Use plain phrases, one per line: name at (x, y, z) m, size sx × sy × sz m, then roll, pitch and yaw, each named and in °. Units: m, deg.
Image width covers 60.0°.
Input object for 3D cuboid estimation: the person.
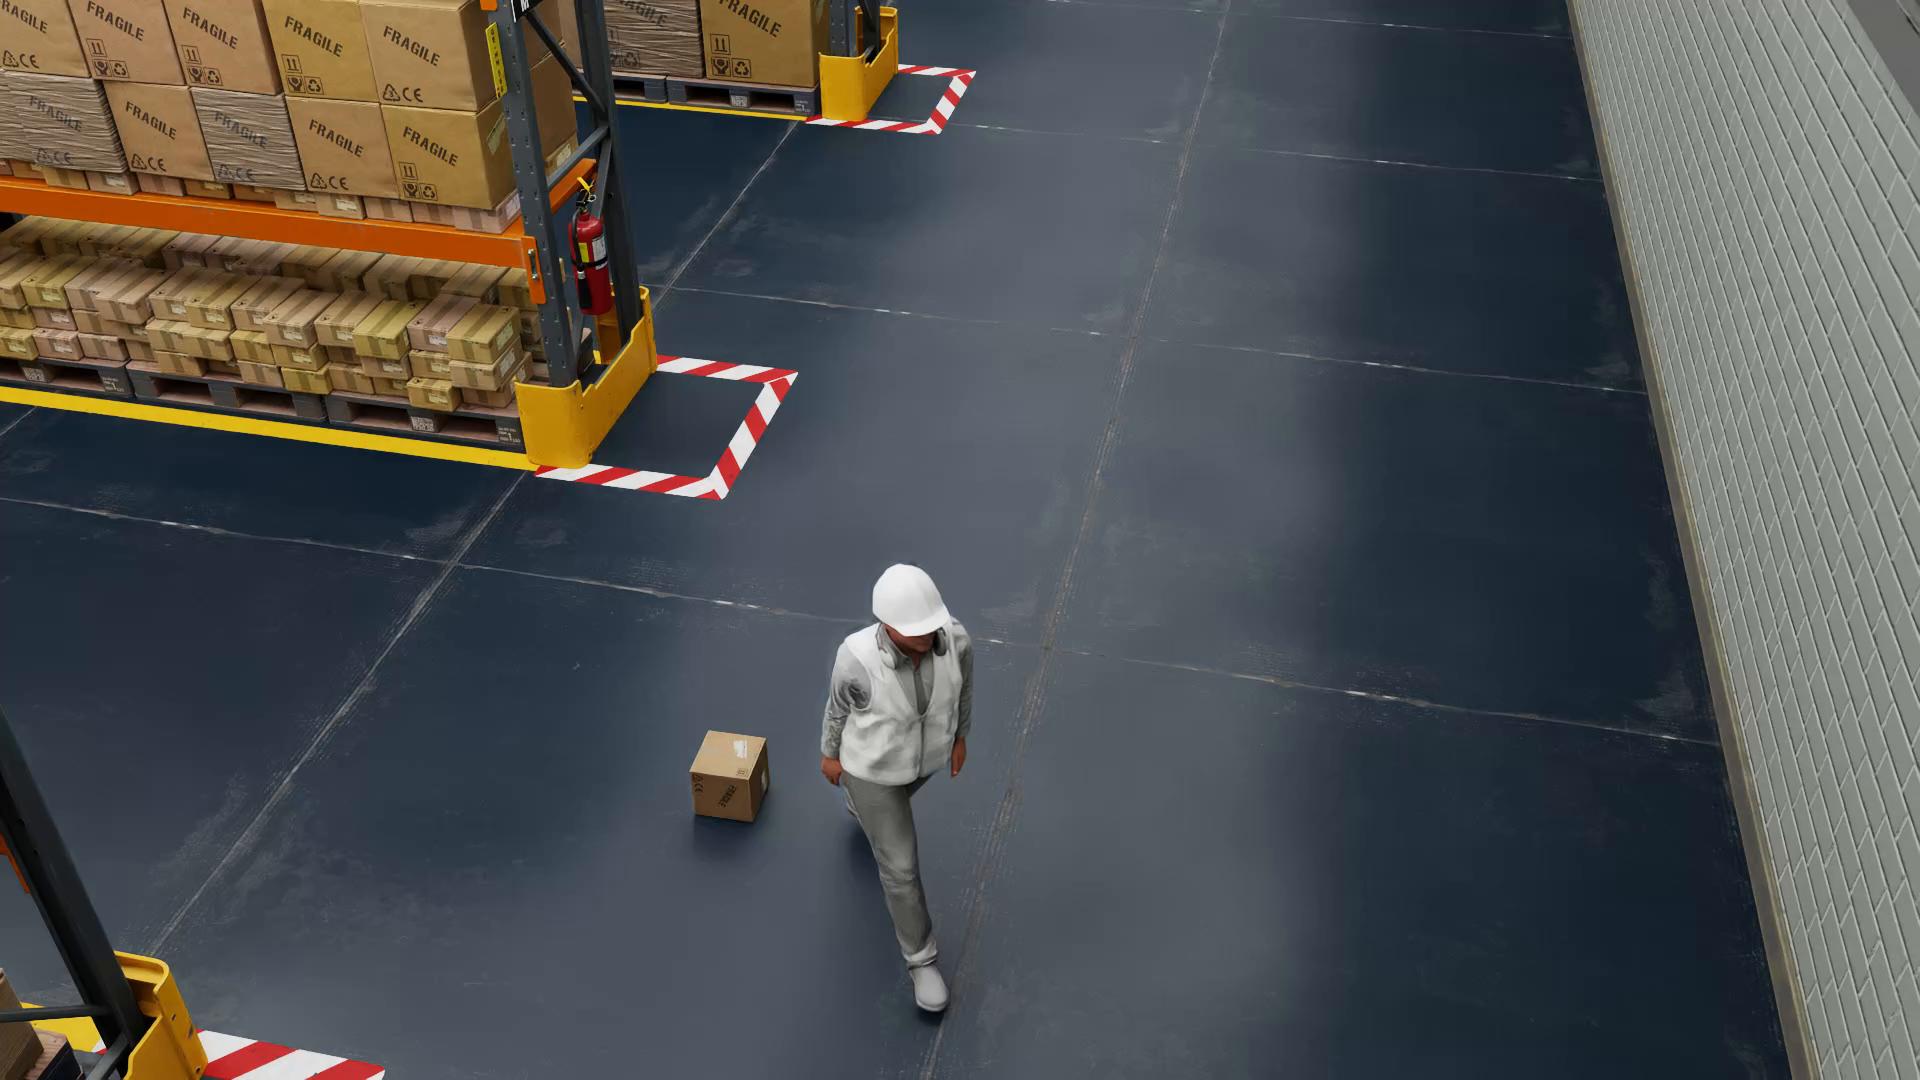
person at (-0.205, 0.737, 5.985) m, size 0.544 × 1.712 × 1.109 m, roll -21°, pitch 41°, yaw -26°
